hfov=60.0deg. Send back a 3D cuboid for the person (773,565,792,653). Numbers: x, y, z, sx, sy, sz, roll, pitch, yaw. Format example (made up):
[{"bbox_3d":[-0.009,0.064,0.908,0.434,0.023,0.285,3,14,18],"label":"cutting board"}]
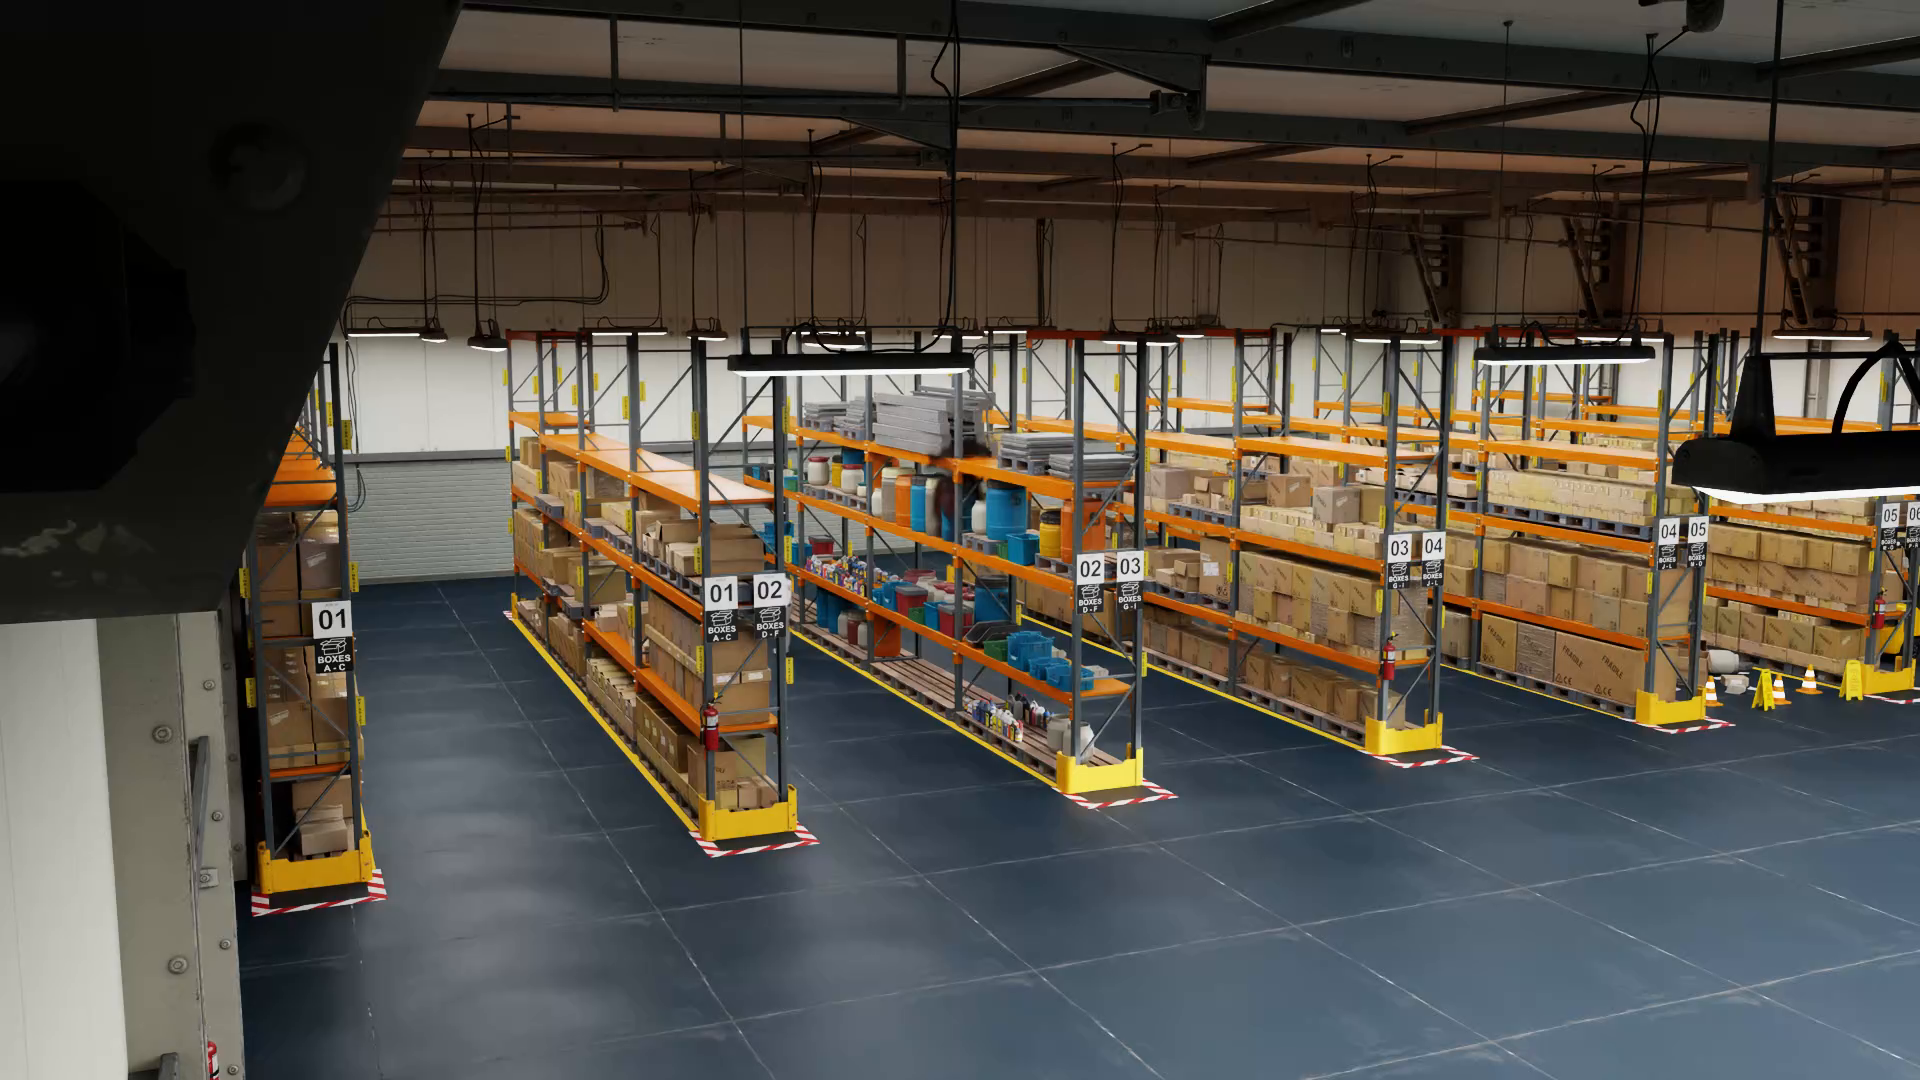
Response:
[{"bbox_3d":[-3.360,1.274,31.074,0.498,1.688,0.396,7,11,44],"label":"person"}]

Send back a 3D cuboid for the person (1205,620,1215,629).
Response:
[{"bbox_3d":[4.821,1.060,32.291,0.404,1.777,0.579,-1,8,-9],"label":"person"}]
